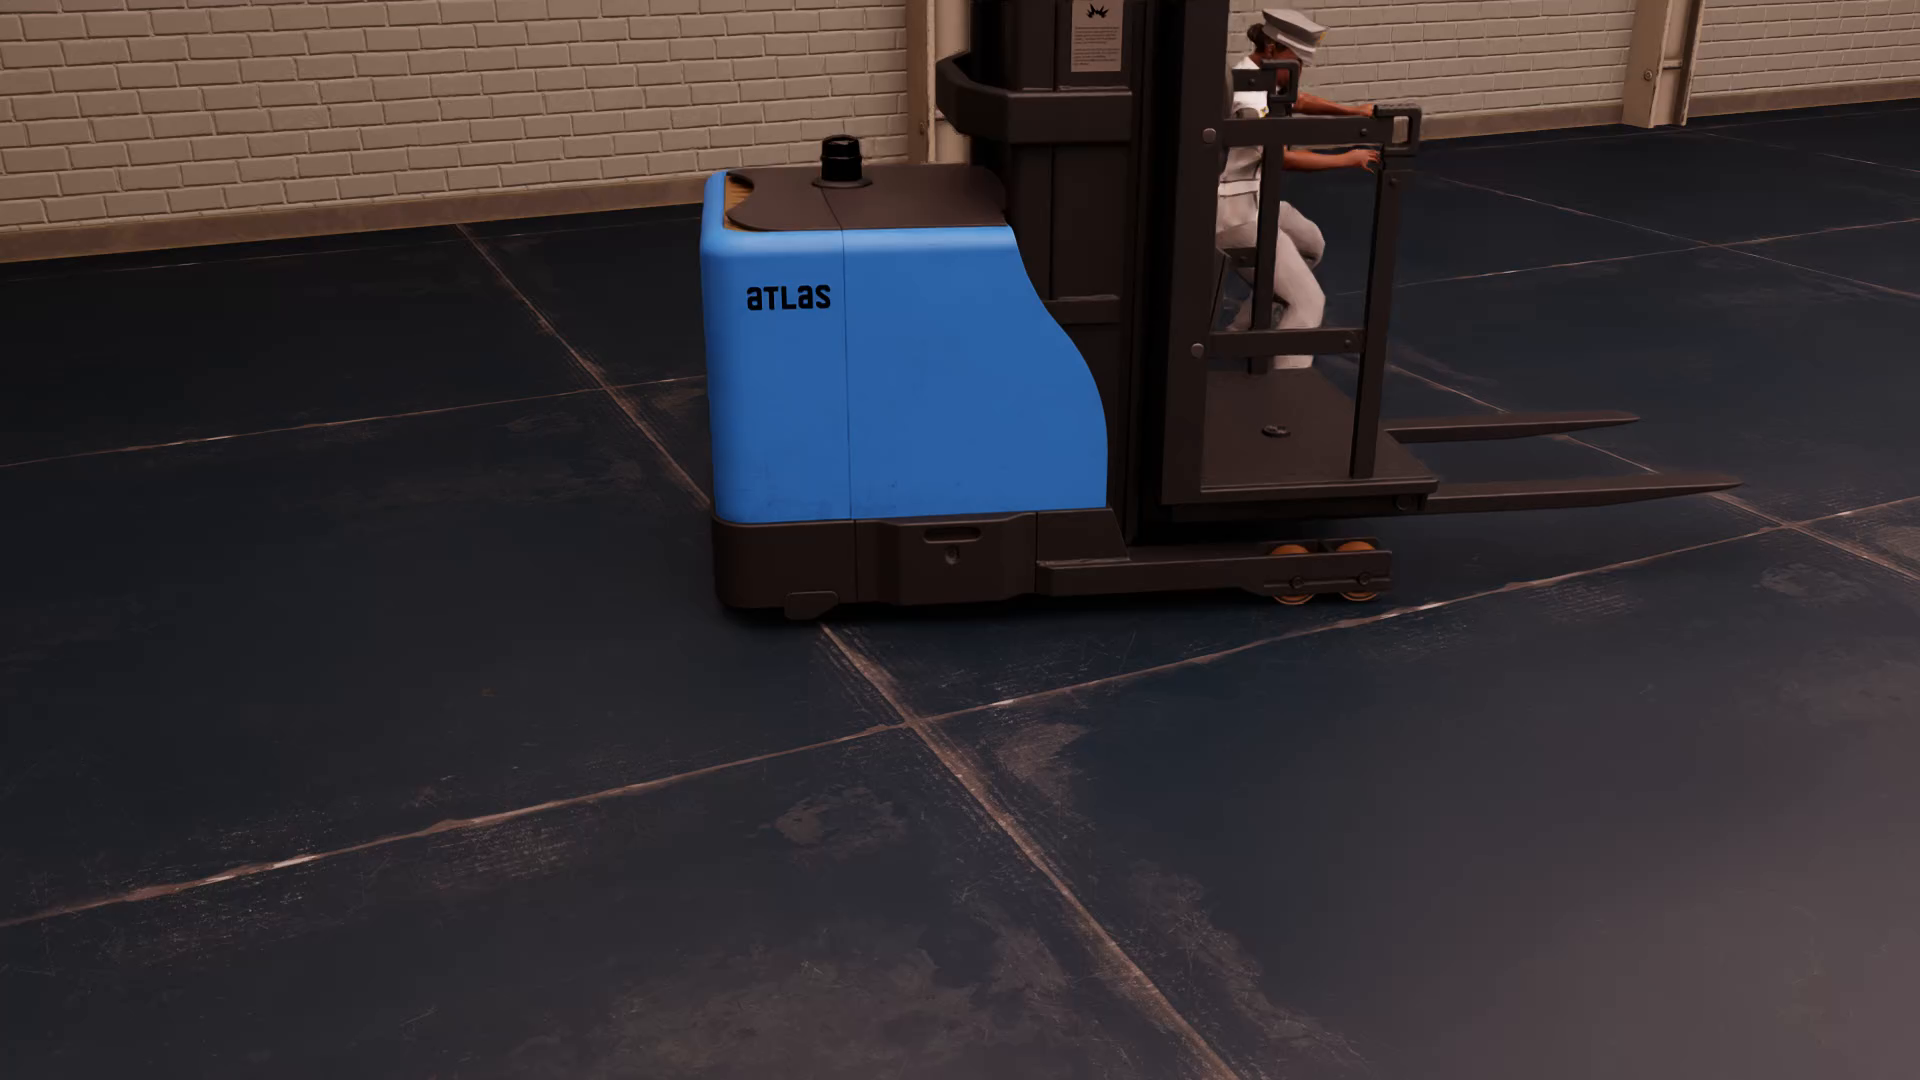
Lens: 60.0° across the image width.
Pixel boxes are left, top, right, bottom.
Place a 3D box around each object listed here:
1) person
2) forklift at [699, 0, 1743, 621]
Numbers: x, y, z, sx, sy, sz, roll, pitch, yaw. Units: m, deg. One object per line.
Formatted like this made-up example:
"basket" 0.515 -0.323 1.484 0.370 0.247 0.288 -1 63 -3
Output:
"person" 1.232 -1.230 6.229 0.656 1.459 1.113 7 23 16
"forklift" 0.781 -1.370 4.584 3.031 2.935 1.130 -3 23 -7
